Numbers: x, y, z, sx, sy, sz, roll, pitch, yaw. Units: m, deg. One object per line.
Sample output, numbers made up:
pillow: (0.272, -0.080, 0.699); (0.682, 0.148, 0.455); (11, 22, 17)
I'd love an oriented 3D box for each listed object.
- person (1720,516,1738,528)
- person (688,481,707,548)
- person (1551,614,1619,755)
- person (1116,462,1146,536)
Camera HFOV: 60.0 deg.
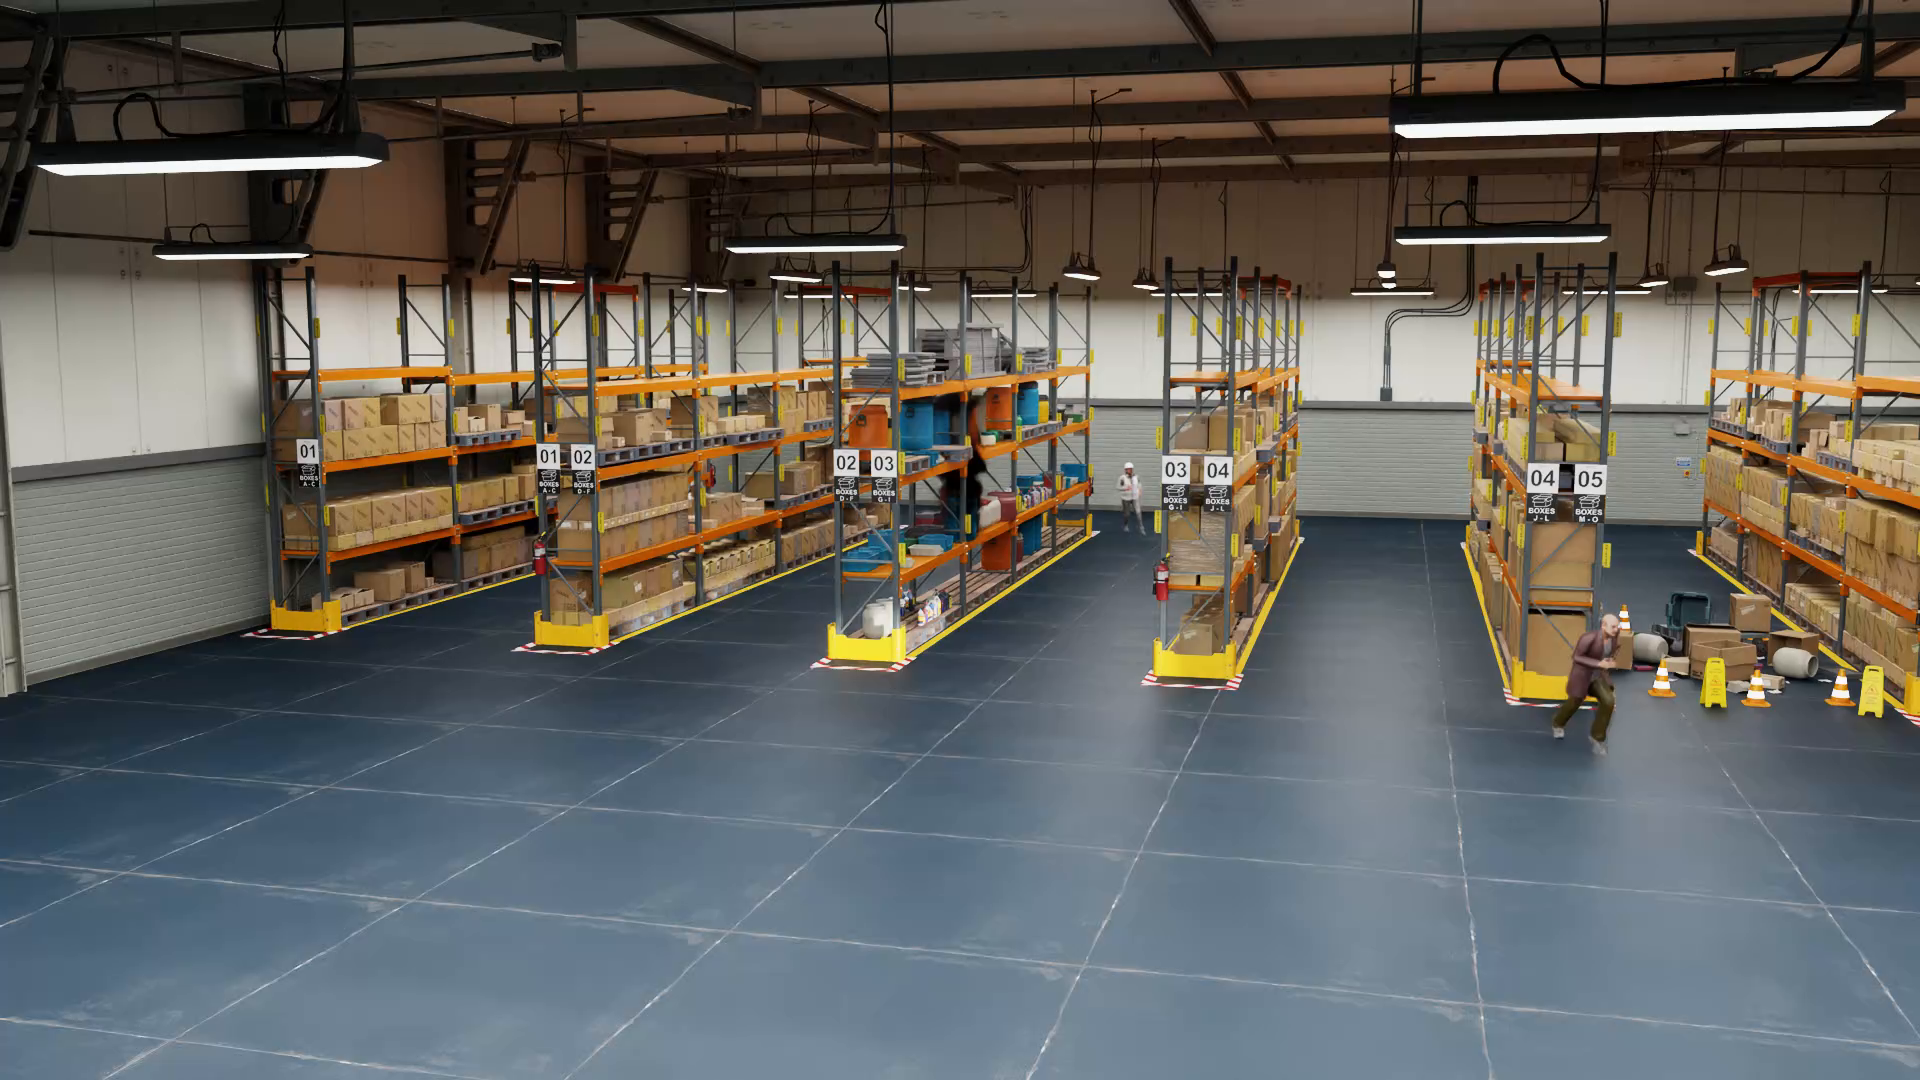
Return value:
person: (17.631, -0.651, 37.857); (0.587, 1.730, 0.722); (7, 10, 45)
person: (-5.587, -0.346, 35.227); (0.703, 1.832, 0.817); (1, 7, 9)
person: (7.498, 1.691, 19.871); (0.753, 1.737, 1.036); (-3, 8, -21)
person: (4.100, -1.018, 40.331); (0.684, 1.736, 1.002); (-1, 7, -11)
